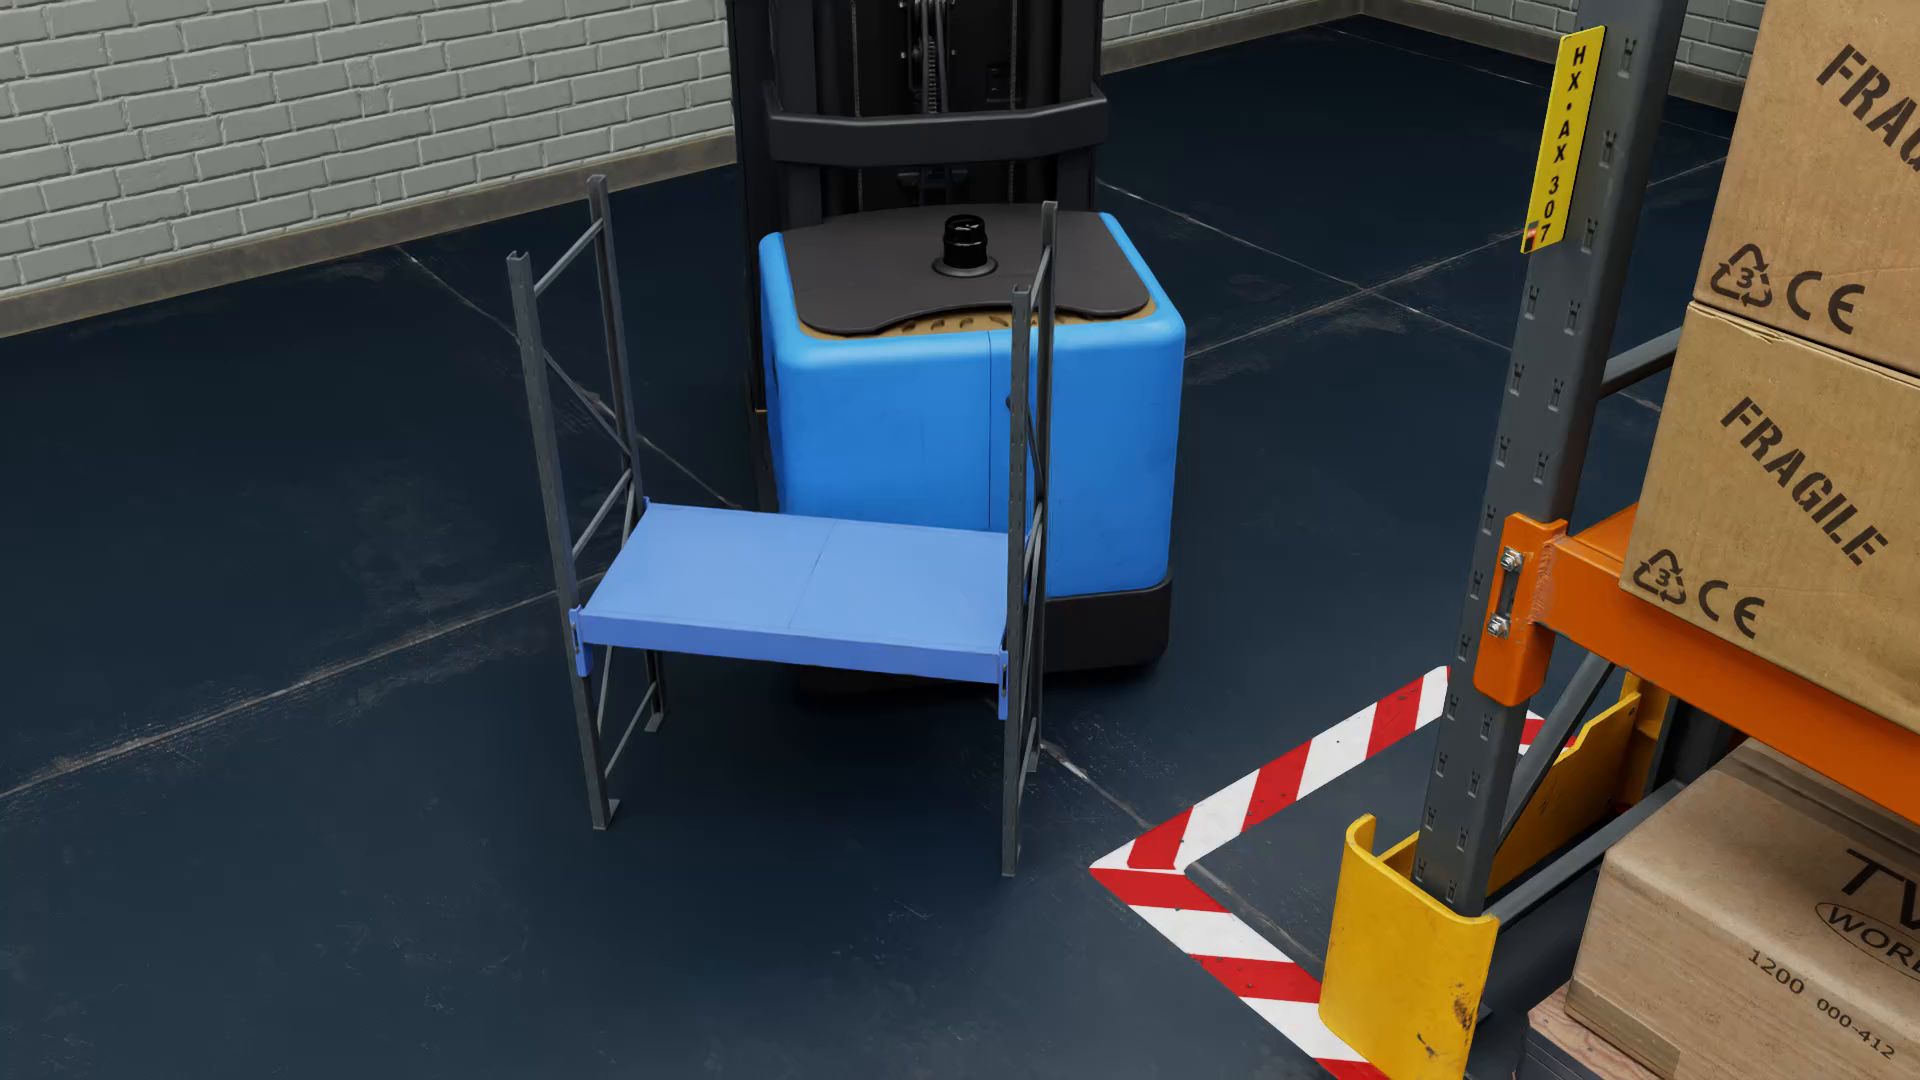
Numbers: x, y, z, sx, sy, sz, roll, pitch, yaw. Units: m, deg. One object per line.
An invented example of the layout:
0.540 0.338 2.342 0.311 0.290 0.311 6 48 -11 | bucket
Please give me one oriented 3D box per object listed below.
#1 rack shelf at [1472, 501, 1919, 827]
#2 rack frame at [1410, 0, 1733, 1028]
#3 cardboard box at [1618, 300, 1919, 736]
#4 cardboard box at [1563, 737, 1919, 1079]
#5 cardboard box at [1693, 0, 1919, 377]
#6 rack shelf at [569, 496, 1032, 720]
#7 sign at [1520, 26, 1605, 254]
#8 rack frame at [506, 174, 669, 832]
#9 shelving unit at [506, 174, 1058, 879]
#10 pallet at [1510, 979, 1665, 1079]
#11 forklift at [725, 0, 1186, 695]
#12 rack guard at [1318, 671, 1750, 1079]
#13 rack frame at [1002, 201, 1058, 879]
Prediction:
2.557 0.777 1.838 1.077 0.370 4.000 -22 38 -31 | rack shelf
1.331 -0.363 2.991 1.000 3.000 0.127 -22 38 -31 | rack frame
1.399 -0.112 2.493 0.500 0.500 0.500 -23 38 -32 | cardboard box
1.815 0.790 3.165 0.875 0.438 0.875 -24 39 -33 | cardboard box
1.400 -0.538 2.230 0.500 0.500 0.500 -23 39 -32 | cardboard box
-0.346 0.146 3.934 1.000 0.185 0.538 5 32 8 | rack shelf
0.889 -0.587 2.456 0.100 0.325 0.005 -22 38 -31 | sign
-0.847 -0.051 3.910 0.032 1.500 0.500 5 32 8 | rack frame
-0.346 -0.007 3.839 1.048 1.500 0.538 5 32 8 | shelving unit
1.883 1.130 3.231 1.003 0.211 1.213 -22 38 -31 | pallet
-0.169 -1.595 5.040 1.130 2.935 3.031 -5 32 -8 | forklift
1.316 0.689 3.666 1.175 0.500 0.348 -22 38 -31 | rack guard
0.156 0.037 3.769 0.032 1.500 0.500 5 32 8 | rack frame
